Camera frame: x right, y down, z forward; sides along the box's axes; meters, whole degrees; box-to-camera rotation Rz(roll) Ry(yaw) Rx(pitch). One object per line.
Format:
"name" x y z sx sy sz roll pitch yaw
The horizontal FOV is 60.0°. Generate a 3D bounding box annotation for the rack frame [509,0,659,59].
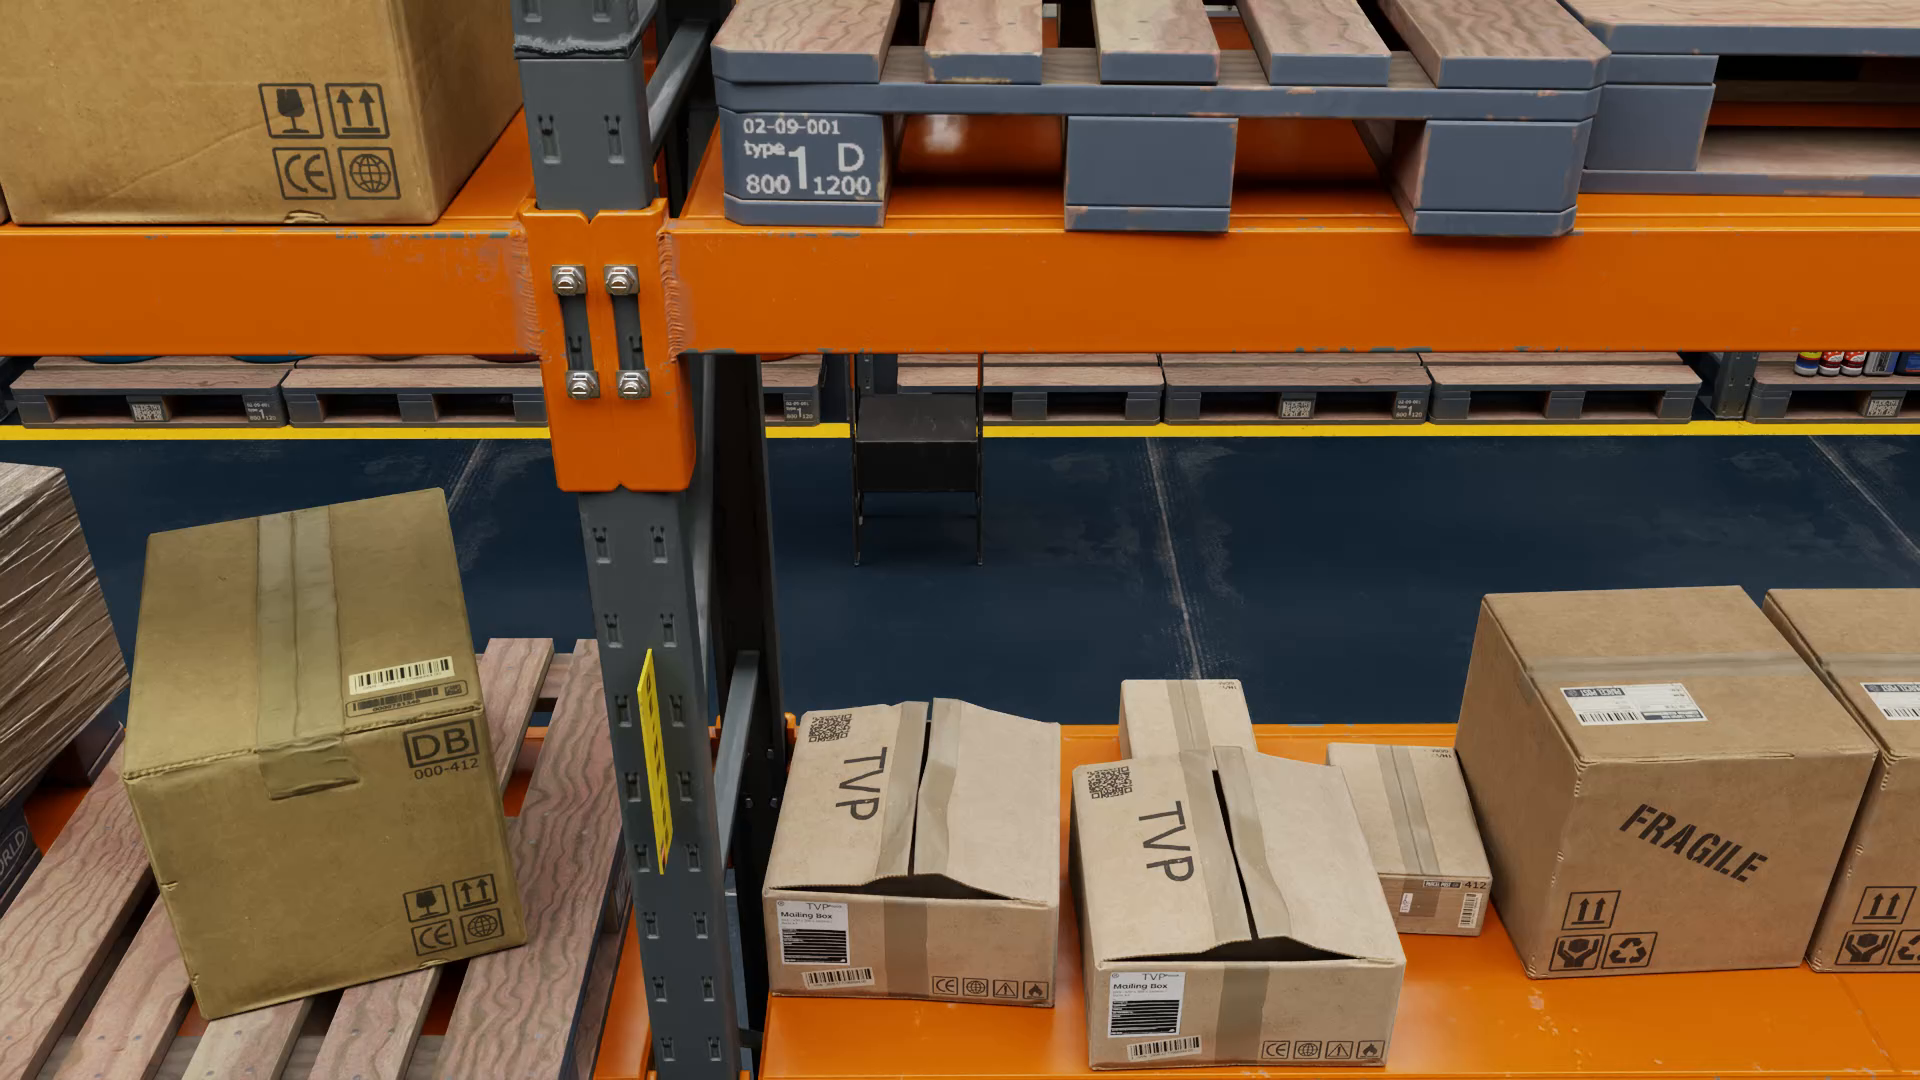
"rack frame" -0.434 -2.075 1.495 0.127 3.000 1.000 0 31 0

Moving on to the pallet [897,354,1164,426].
"pallet" 0.315 -0.870 7.981 1.213 0.211 1.003 0 31 0

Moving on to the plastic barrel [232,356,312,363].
"plastic barrel" -3.208 -1.345 7.693 0.708 0.901 0.600 0 31 0

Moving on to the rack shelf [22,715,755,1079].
"rack shelf" -2.434 0.803 3.228 4.000 0.370 1.077 0 31 0

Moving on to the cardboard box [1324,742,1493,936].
"cardboard box" 0.841 0.564 3.171 0.250 0.149 0.380 2 31 3

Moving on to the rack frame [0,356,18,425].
"rack frame" -4.460 -2.067 7.266 0.127 3.000 1.000 0 31 0

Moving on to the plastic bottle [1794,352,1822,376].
"plastic bottle" 3.861 -0.888 7.527 0.097 0.271 0.097 0 31 0

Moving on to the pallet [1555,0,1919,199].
"pallet" 1.362 -0.766 2.411 1.213 0.211 1.003 1 31 2

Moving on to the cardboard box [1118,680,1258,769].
"cardboard box" 0.464 0.451 3.358 0.250 0.149 0.380 0 31 0

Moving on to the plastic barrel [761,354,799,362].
"plastic barrel" -0.949 -1.321 7.723 0.708 0.830 0.600 0 31 0

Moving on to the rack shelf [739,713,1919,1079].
"rack shelf" 1.566 0.791 3.249 4.000 0.370 1.077 0 31 0

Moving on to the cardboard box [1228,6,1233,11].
"cardboard box" 1.859 -3.797 12.101 0.500 0.500 0.700 -3 31 -5

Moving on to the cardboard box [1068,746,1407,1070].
"cardboard box" 0.461 0.625 2.914 0.500 0.311 0.500 -1 31 -1

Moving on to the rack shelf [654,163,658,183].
"rack shelf" -2.460 -1.766 7.463 4.000 0.370 1.077 0 31 0

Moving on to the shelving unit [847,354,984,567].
"shelving unit" -0.166 -0.897 6.204 0.503 2.100 0.431 0 31 0

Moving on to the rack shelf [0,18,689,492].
"rack shelf" -2.434 -0.479 2.450 4.000 0.370 1.077 0 31 0

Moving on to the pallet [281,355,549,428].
"pallet" -2.465 -0.861 7.966 1.213 0.211 1.003 0 31 0

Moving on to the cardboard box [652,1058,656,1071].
"cardboard box" -0.891 1.223 3.828 0.500 0.500 0.500 1 31 2

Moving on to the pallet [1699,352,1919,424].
"pallet" 4.212 -0.881 7.998 1.213 0.211 1.003 0 31 0

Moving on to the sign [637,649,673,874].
"sign" -0.421 0.310 2.308 0.005 0.325 0.100 0 31 0

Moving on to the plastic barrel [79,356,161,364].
"plastic barrel" -3.916 -1.343 7.689 0.708 0.901 0.600 0 31 0

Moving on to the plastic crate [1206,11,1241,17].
"plastic crate" 1.158 -1.954 7.017 0.583 0.464 0.402 0 31 0

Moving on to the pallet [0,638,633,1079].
"pallet" -1.111 0.610 3.038 1.003 0.211 1.213 0 31 0

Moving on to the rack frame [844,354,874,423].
"rack frame" -0.460 -2.080 7.286 0.127 3.000 1.000 0 31 0

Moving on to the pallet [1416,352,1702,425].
"pallet" 2.755 -0.878 7.993 1.213 0.211 1.003 0 31 0

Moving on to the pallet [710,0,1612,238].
"pallet" 0.244 -0.761 2.402 1.003 0.211 1.213 1 31 2

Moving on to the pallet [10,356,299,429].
"pallet" -3.688 -0.856 7.957 1.213 0.211 1.003 0 31 0

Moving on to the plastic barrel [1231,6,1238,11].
"plastic barrel" 1.415 -2.258 7.448 0.433 0.535 0.433 0 31 0

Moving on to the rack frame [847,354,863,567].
"rack frame" -0.410 -0.896 6.203 0.015 2.100 0.400 0 31 0

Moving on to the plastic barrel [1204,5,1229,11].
"plastic barrel" 0.988 -2.243 7.447 0.421 0.512 0.421 0 31 0

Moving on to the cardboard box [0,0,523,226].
"cardboard box" -0.870 -0.817 2.217 0.500 0.500 0.910 0 31 0

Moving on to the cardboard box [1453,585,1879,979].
"cardboard box" 1.244 0.433 3.048 0.500 0.500 0.500 -2 31 -3

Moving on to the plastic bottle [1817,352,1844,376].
"plastic bottle" 3.963 -0.858 7.546 0.097 0.201 0.097 0 31 0

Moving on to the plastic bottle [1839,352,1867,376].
"plastic bottle" 4.064 -0.858 7.547 0.097 0.201 0.097 0 31 0

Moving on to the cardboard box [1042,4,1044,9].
"cardboard box" 0.734 -3.789 12.089 0.500 0.500 0.700 -3 31 -4

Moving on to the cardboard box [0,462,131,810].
"cardboard box" -1.979 0.231 2.976 0.500 0.500 0.700 6 32 9

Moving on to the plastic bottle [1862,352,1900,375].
"plastic bottle" 4.184 -0.905 7.551 0.135 0.276 0.152 1 31 2

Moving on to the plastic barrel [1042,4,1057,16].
"plastic barrel" 0.567 -2.242 7.445 0.421 0.512 0.421 0 31 0

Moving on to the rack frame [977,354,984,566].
"rack frame" 0.078 -0.898 6.206 0.015 2.100 0.400 0 31 0

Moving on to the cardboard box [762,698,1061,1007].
"cardboard box" -0.070 0.549 3.039 0.500 0.311 0.500 2 31 3

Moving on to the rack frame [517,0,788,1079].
"rack frame" -0.434 0.489 3.052 0.127 3.000 1.000 0 31 0

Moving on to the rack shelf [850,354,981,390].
"rack shelf" -0.166 -0.886 6.212 0.480 0.518 0.431 0 31 0

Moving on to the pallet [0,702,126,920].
"pallet" -2.379 0.580 3.087 1.213 0.211 1.003 0 31 0

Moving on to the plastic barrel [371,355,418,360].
"plastic barrel" -2.643 -1.134 7.721 0.421 0.512 0.421 0 31 0

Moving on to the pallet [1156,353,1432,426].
"pallet" 1.532 -0.872 7.984 1.213 0.211 1.003 0 31 0

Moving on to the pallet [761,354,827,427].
"pallet" -1.248 -0.864 7.970 1.213 0.211 1.003 0 31 0

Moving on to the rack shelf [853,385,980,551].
"rack shelf" -0.166 -0.287 6.575 0.480 0.518 0.431 0 31 0

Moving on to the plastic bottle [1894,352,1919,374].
"plastic bottle" 4.349 -0.935 7.529 0.185 0.351 0.144 1 31 1

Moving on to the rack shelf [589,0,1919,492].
"rack shelf" 1.566 -0.492 2.470 4.000 0.370 1.077 0 31 0

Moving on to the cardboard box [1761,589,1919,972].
"cardboard box" 1.770 0.431 3.051 0.500 0.500 0.500 0 31 0

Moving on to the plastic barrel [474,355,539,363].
"plastic barrel" -2.079 -1.215 7.780 0.708 0.588 0.600 0 31 0

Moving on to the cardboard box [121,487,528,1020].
"cardboard box" -1.063 0.328 2.817 0.500 0.500 0.700 -11 33 -17

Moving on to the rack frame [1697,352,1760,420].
"rack frame" 3.540 -2.092 7.307 0.127 3.000 1.000 0 31 0

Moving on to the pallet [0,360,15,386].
"pallet" -5.195 -0.853 7.952 1.213 0.211 1.003 0 31 0

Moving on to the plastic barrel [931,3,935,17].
"plastic barrel" 0.002 -2.297 7.513 0.708 0.536 0.600 0 31 0

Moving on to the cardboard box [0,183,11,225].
"cardboard box" -1.380 -0.815 2.214 0.500 0.500 0.910 0 31 0
